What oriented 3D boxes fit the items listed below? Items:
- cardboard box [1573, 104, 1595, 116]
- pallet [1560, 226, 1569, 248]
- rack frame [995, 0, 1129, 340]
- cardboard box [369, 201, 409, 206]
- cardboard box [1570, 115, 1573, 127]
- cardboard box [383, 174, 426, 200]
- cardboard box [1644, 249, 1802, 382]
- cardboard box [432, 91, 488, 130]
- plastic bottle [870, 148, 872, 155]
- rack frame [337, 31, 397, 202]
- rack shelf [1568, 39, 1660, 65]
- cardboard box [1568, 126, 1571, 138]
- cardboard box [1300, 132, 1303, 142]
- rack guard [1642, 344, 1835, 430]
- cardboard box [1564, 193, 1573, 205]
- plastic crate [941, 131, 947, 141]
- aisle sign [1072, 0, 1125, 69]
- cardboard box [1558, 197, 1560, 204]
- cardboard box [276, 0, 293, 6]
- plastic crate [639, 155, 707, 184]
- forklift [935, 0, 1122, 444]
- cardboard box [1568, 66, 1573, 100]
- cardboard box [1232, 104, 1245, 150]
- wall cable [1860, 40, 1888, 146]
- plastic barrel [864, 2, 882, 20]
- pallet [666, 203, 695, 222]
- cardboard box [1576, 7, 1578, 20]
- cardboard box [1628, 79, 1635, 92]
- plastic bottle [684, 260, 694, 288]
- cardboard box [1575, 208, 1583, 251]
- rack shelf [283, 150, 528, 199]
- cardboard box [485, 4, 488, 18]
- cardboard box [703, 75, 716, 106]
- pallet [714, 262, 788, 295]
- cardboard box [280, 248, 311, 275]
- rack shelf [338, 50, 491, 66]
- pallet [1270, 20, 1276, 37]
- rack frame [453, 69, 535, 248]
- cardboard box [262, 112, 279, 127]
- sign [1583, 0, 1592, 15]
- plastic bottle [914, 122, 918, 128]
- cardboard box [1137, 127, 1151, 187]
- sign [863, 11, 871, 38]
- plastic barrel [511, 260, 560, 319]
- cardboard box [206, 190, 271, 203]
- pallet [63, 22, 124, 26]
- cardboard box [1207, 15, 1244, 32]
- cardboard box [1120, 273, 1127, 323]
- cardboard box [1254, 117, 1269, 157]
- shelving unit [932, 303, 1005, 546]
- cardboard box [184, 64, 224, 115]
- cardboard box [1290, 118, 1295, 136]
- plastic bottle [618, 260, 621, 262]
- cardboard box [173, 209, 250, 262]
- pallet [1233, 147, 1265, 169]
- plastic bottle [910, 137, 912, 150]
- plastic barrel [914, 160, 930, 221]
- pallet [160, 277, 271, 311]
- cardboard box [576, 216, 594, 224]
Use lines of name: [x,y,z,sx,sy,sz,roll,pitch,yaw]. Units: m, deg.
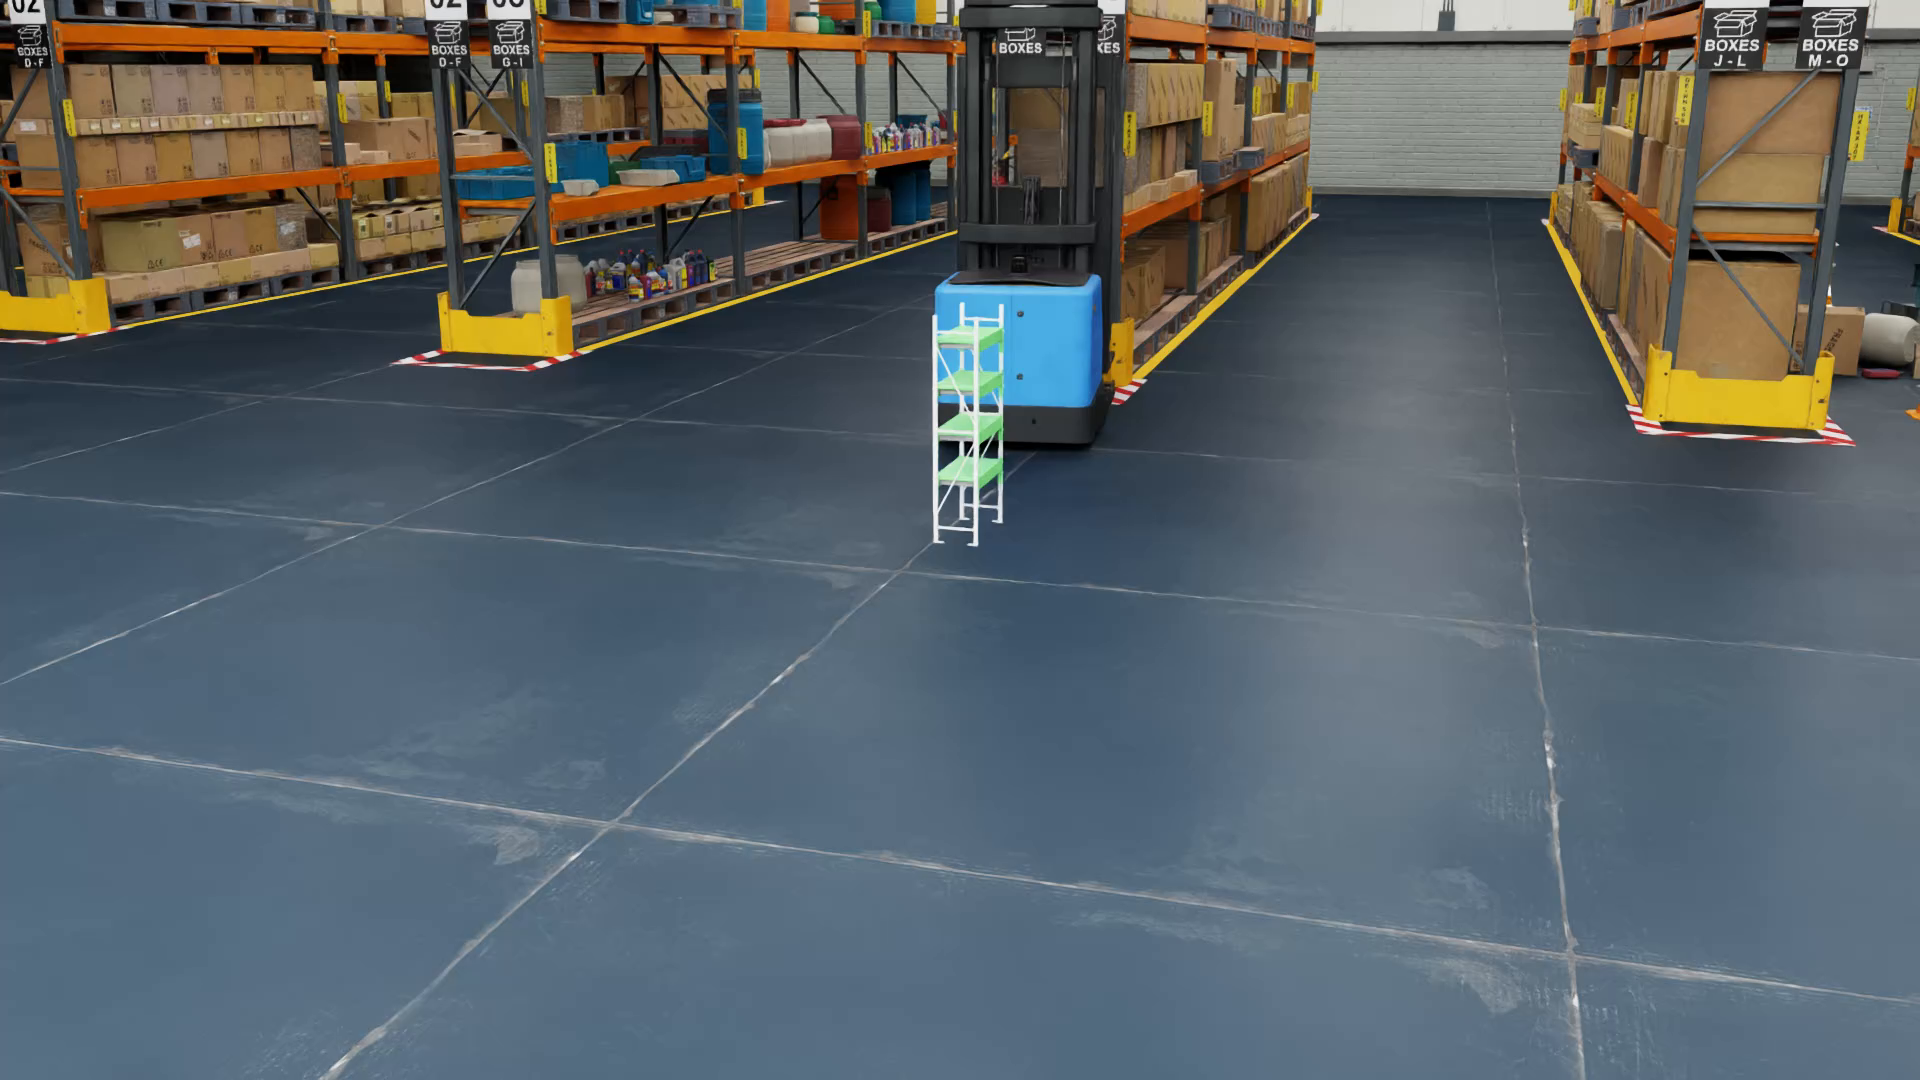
cardboard box: [8.200,-5.598,21.671,0.380,0.149,0.250,5,17,16]
pallet: [9.059,-4.276,23.517,1.003,0.211,1.213,5,16,16]
rack frame: [0.765,-2.710,12.888,1.000,3.000,0.127,5,16,16]
cardboard box: [-7.322,-4.201,21.386,0.500,0.311,0.500,4,16,15]
cardboard box: [8.278,-5.528,21.966,0.380,0.149,0.250,4,16,15]
cardboard box: [-9.761,-6.189,28.965,0.700,0.500,0.500,5,17,17]
cardboard box: [5.621,-1.662,12.315,0.875,0.875,0.875,5,17,16]
cardboard box: [-9.267,-7.868,30.521,0.980,0.700,0.700,4,16,15]
plastic bottle: [-1.218,-5.242,22.049,0.097,0.271,0.097,0,16,0]
rack frame: [-10.072,-7.002,28.019,1.000,3.000,0.127,5,16,16]
rack shelf: [9.471,-7.059,24.041,1.077,0.370,4.000,5,16,16]
cardboard box: [8.349,-5.453,22.247,0.380,0.149,0.250,4,16,13]
cardboard box: [5.165,-6.322,26.080,0.380,0.149,0.250,5,16,16]
rack guard: [5.485,-1.090,11.758,1.175,0.500,0.348,5,16,16]
cardboard box: [8.989,-4.944,24.128,0.380,0.149,0.250,4,16,13]
plastic crate: [-0.304,-6.247,25.729,0.396,0.136,0.243,5,16,16]
aisle sign: [1.035,-3.922,12.394,0.394,0.787,0.004,5,16,16]
cardboard box: [9.512,-5.274,25.838,0.380,0.149,0.250,5,16,16]
cardboard box: [-10.727,-8.207,25.779,0.700,0.500,0.500,5,16,16]
plastic crate: [-2.901,-3.759,16.857,0.499,0.251,0.616,5,16,16]
forklift: [0.562,-2.389,11.880,1.130,2.935,3.031,2,16,9]
cardboard box: [9.350,-6.794,24.724,0.500,0.500,0.500,4,16,15]
cardboard box: [2.861,-4.755,19.145,0.700,0.500,0.500,7,17,24]
wall cable: [16.394,-8.109,30.001,0.585,1.953,0.123,5,16,16]
plastic barrel: [-1.188,-7.017,22.090,0.294,0.245,0.294,0,16,0]
pallet: [-5.125,-5.457,27.682,1.003,0.211,1.213,5,16,16]
cardboard box: [9.518,-7.865,24.924,0.500,0.250,0.500,4,16,15]
cardboard box: [7.342,-4.538,17.316,0.700,0.500,0.500,4,16,15]
plastic bottle: [-2.814,-2.759,17.231,0.061,0.283,0.133,6,17,20]
cardboard box: [7.988,-3.859,20.750,0.500,0.500,0.500,4,16,13]
rack shelf: [-7.026,-4.703,21.232,1.077,0.370,4.000,5,16,16]
cardboard box: [-6.533,-7.022,22.099,0.500,0.250,0.500,3,16,12]
cardboard box: [-4.479,-7.654,28.303,0.500,0.500,0.500,5,17,18]
pallet: [-2.661,-3.008,19.047,1.003,0.211,1.213,5,16,16]
cardboard box: [-7.669,-3.137,18.661,0.500,0.250,0.500,5,16,16]
rack shelf: [-9.503,-8.622,29.553,1.077,0.370,4.000,5,16,16]
pallet: [3.486,-6.621,21.524,1.003,0.211,1.213,5,17,18]
rack frame: [-6.458,-5.572,22.979,1.000,3.000,0.127,5,16,16]
cardboard box: [-7.685,-4.596,18.165,0.380,0.149,0.250,5,16,16]
sign: [8.380,-7.171,22.169,0.100,0.325,0.005,5,16,16]
plastic bottle: [-0.659,-5.955,24.419,0.144,0.351,0.185,5,16,16]
cardboard box: [1.158,-3.311,14.277,0.875,0.500,0.500,5,16,16]
sign: [-1.181,-6.539,21.082,0.100,0.325,0.005,5,16,16]
plastic barrel: [-3.870,-2.278,15.152,0.421,0.512,0.421,0,16,0]
cardboard box: [-10.874,-5.306,25.208,0.750,0.750,0.750,4,16,15]
pallet: [-11.776,-6.687,21.754,1.213,0.211,1.003,5,16,16]
cardboard box: [2.865,-5.769,18.449,0.500,0.250,0.500,5,17,17]
cardboard box: [1.096,-2.031,14.304,0.500,0.500,0.500,10,18,30]
cardboard box: [3.724,-5.227,21.577,0.500,0.500,0.500,4,16,15]
shelving unit: [0.047,-0.621,8.818,0.258,1.200,0.503,5,16,16]
cardboard box: [-8.143,-4.688,17.299,0.700,0.500,0.500,5,16,16]
cardboard box: [4.706,-6.153,24.755,0.500,0.250,0.500,5,16,16]
plastic bottle: [-3.534,-2.770,17.293,0.097,0.271,0.097,0,16,0]
cardboard box: [-7.937,-3.235,17.632,0.500,0.500,0.500,5,16,16]
pallet: [2.938,-4.516,19.607,1.213,0.211,1.003,5,16,16]
plastic bottle: [-0.733,-5.654,23.631,0.097,0.201,0.097,0,16,0]
plastic barrel: [-0.744,-5.285,25.042,0.600,0.901,0.708,5,16,16]
pallet: [-8.206,-2.660,17.819,1.003,0.211,1.213,5,16,16]
cardboard box: [-5.764,-4.947,24.547,0.500,0.500,0.500,4,16,15]
